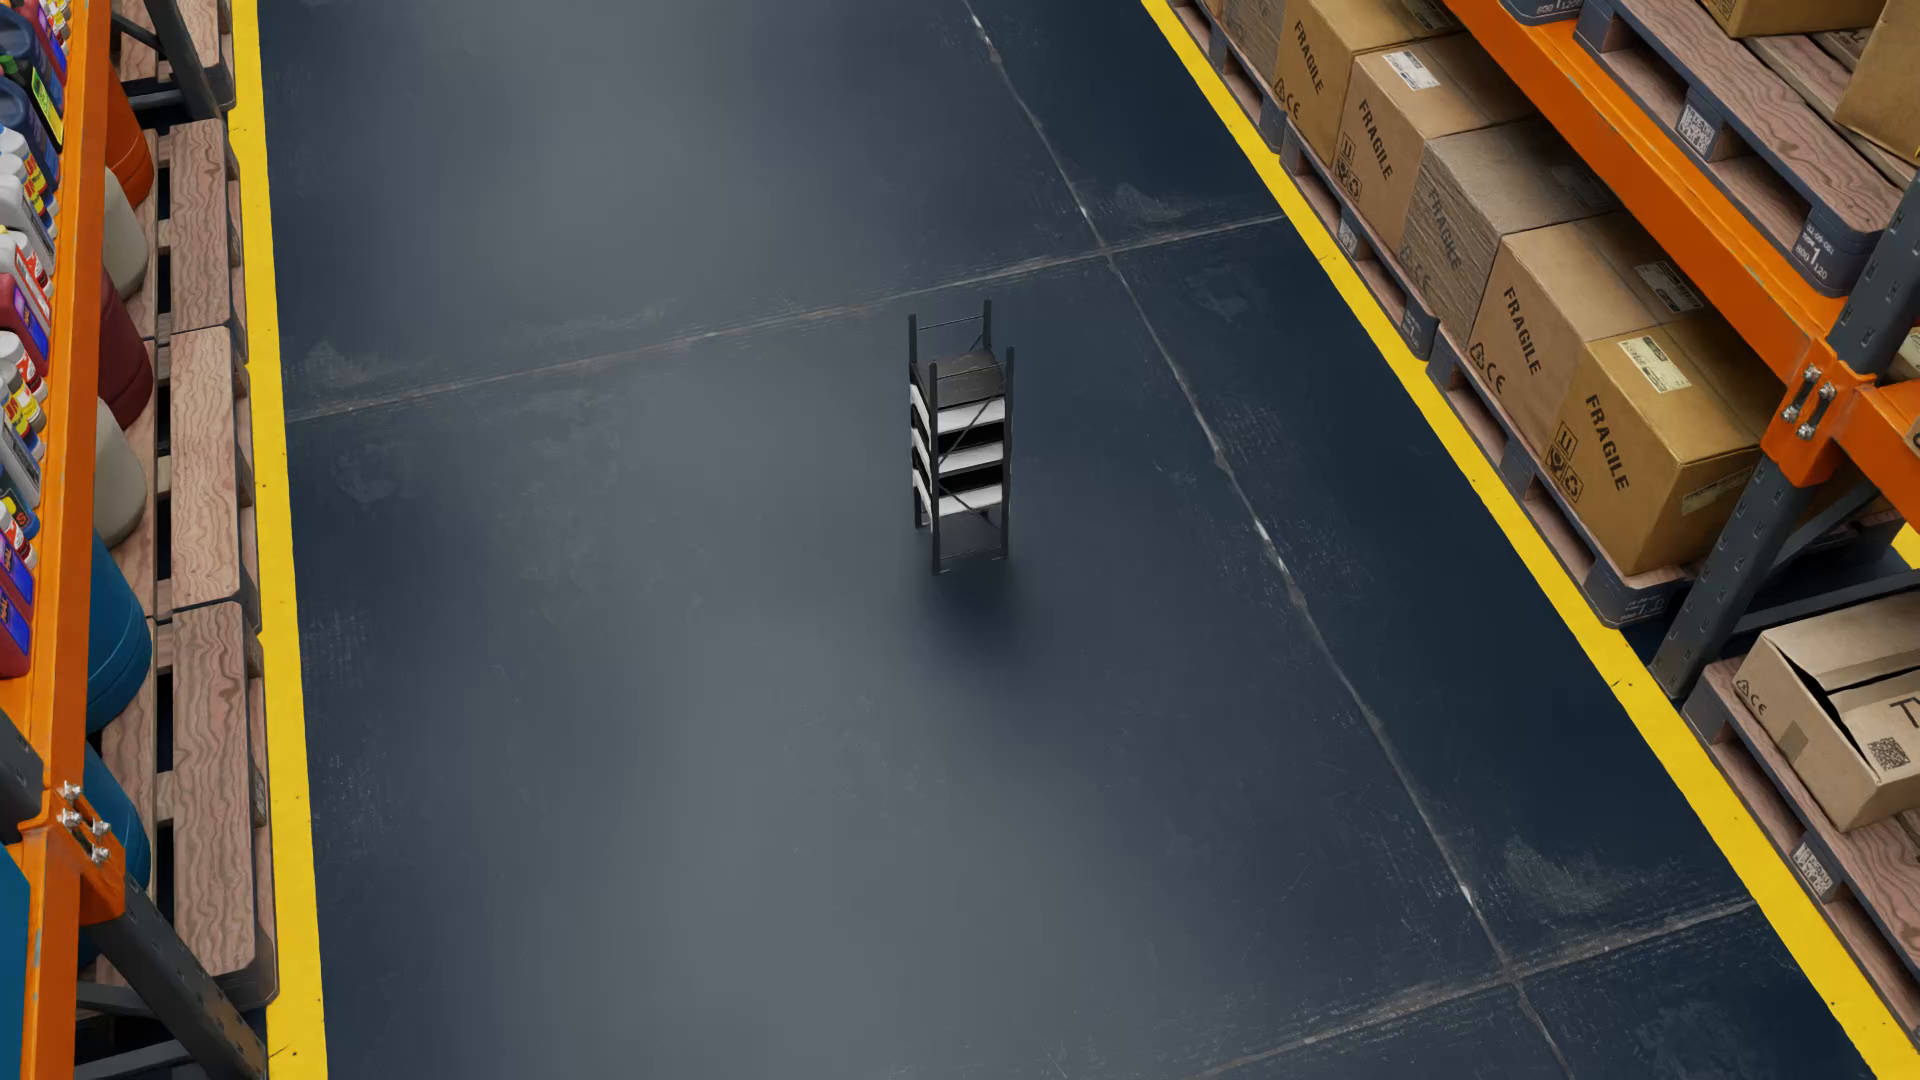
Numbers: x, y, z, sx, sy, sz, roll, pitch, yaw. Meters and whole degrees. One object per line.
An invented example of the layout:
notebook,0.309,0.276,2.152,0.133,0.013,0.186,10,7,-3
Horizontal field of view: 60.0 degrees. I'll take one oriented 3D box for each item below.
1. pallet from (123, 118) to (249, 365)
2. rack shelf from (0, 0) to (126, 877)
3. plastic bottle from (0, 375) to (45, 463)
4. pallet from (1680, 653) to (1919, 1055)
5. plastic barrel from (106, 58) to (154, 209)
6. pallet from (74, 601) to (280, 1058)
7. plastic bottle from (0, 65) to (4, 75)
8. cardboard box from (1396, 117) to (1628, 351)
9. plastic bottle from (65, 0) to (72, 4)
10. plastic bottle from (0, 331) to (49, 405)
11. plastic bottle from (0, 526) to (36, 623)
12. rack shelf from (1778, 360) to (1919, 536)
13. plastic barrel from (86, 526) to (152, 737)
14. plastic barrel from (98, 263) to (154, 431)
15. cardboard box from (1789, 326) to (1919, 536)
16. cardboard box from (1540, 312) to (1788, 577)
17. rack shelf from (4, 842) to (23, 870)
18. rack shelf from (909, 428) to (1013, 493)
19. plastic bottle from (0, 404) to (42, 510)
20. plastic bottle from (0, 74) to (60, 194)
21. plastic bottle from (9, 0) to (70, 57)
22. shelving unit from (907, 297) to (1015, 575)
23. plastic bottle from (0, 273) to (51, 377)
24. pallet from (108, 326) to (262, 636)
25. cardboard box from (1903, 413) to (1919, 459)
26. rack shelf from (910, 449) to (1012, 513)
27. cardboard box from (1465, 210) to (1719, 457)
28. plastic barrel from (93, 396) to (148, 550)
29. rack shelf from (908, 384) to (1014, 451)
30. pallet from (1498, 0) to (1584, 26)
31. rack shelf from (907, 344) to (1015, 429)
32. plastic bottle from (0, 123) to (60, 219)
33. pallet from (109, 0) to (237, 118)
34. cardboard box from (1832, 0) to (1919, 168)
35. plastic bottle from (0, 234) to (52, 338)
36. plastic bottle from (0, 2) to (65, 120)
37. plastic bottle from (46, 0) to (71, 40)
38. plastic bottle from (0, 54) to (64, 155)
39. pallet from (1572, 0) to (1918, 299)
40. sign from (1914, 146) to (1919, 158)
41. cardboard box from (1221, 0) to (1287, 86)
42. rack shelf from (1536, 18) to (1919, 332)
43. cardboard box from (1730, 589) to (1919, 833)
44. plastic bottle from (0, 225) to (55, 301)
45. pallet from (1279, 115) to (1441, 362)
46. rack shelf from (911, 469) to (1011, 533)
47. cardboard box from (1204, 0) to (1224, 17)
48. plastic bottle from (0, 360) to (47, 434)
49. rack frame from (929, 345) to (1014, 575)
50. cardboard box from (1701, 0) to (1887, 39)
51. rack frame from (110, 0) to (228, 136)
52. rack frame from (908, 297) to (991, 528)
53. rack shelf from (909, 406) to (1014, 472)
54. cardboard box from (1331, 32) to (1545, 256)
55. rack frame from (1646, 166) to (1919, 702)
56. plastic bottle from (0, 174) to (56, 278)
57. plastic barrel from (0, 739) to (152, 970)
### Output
pallet,-3.113,-0.993,5.949,1.003,0.211,1.213,-13,51,-11
rack shelf,-2.794,-0.765,4.404,1.077,0.370,4.000,-13,51,-11
plastic bottle,-2.092,-0.277,3.606,0.097,0.271,0.097,0,50,0
pallet,2.732,0.747,4.482,1.003,0.211,1.213,-13,51,-11
plastic barrel,-3.225,-1.540,5.731,0.600,0.830,0.708,-13,51,-11
pallet,-2.391,0.790,4.446,1.003,0.211,1.213,-13,51,-11
plastic bottle,-2.484,-1.140,4.326,0.061,0.283,0.133,-13,51,-11
cardboard box,1.824,-1.015,5.491,0.500,0.500,0.500,-13,51,-11
plastic bottle,-2.658,-1.676,4.785,0.097,0.271,0.097,0,50,0
plastic bottle,-2.150,-0.397,3.753,0.097,0.201,0.097,0,50,0
plastic bottle,-1.943,0.040,3.331,0.061,0.283,0.133,-13,51,-11
rack shelf,3.122,1.039,2.883,1.077,0.370,4.000,-13,51,-11
plastic barrel,-2.557,0.086,4.313,0.600,0.901,0.708,-13,51,-11
plastic barrel,-2.891,-0.638,5.128,0.600,0.588,0.708,-13,51,-11
cardboard box,2.620,-0.398,4.971,0.500,0.500,0.500,-15,52,-13
cardboard box,2.111,-0.285,4.876,0.500,0.500,0.500,-14,51,-11
rack shelf,-1.611,2.093,1.866,0.919,0.124,3.809,-13,51,-11
rack shelf,0.002,-0.263,4.926,0.258,0.077,0.200,-13,51,-11
plastic bottle,-2.084,-0.188,3.528,0.152,0.276,0.135,-13,51,-11
plastic bottle,-2.419,-1.050,4.206,0.144,0.351,0.185,-13,51,-11
plastic bottle,-2.572,-1.440,4.632,0.097,0.201,0.097,0,50,0
shelving unit,0.002,-0.284,4.901,0.258,0.900,0.210,-13,51,-11
plastic bottle,-2.166,-0.512,3.796,0.061,0.283,0.133,-13,51,-11
pallet,-2.755,-0.103,5.199,1.003,0.211,1.213,-13,51,-11
cardboard box,2.421,-0.252,3.435,0.500,0.500,0.500,-12,51,-10
rack shelf,0.002,-0.205,4.995,0.258,0.077,0.200,-13,51,-11
cardboard box,1.972,-0.648,5.182,0.500,0.500,0.500,-13,51,-11
plastic barrel,-2.638,-0.221,4.827,0.421,0.512,0.421,0,50,0
rack shelf,0.002,-0.379,4.789,0.258,0.077,0.200,-13,51,-11
pallet,1.927,-2.094,5.179,1.003,0.211,1.213,-13,51,-11
rack shelf,0.002,-0.437,4.720,0.258,0.077,0.200,-13,51,-11
plastic bottle,-2.355,-0.927,4.153,0.097,0.271,0.097,0,50,0
pallet,-3.578,-2.134,6.911,1.003,0.211,1.213,-13,51,-11
cardboard box,2.604,-1.218,3.975,0.700,0.500,0.500,-30,56,-23
plastic bottle,-2.249,-0.597,3.872,0.152,0.276,0.135,-13,51,-11
plastic bottle,-2.513,-1.282,4.402,0.144,0.351,0.185,-13,51,-11
plastic bottle,-2.601,-1.511,4.692,0.097,0.201,0.097,0,50,0
plastic bottle,-2.426,-1.154,4.337,0.061,0.283,0.133,-13,51,-11
pallet,2.398,-1.200,4.425,1.003,0.211,1.213,-13,51,-11
sign,2.001,-0.899,3.288,0.100,0.325,0.005,-13,51,-11
cardboard box,1.369,-2.133,6.433,0.500,0.500,0.500,-15,51,-12
rack shelf,1.939,-1.945,5.271,0.919,0.124,3.809,-13,51,-11
cardboard box,2.448,0.427,4.399,0.500,0.311,0.500,-13,51,-11
plastic bottle,-2.258,-0.664,3.977,0.097,0.201,0.097,0,50,0
pallet,1.889,-1.233,6.151,1.003,0.211,1.213,-13,51,-11
rack shelf,0.002,-0.147,5.064,0.258,0.077,0.200,-13,51,-11
cardboard box,1.209,-2.514,6.755,0.500,0.500,0.500,-11,51,-9
plastic bottle,-2.121,-0.326,3.693,0.097,0.201,0.097,0,50,0
rack frame,0.032,-0.210,4.838,0.240,0.900,0.006,-13,51,-11
cardboard box,2.340,-1.706,4.386,0.700,0.500,0.500,-6,50,-5
rack frame,-3.386,-2.458,5.360,1.000,3.000,0.127,-13,51,-11
rack frame,-0.028,-0.358,4.964,0.240,0.900,0.006,-13,51,-11
rack shelf,0.002,-0.321,4.858,0.258,0.077,0.200,-13,51,-11
cardboard box,1.672,-1.385,5.803,0.500,0.500,0.500,-15,51,-12
rack frame,2.530,-0.654,3.839,1.000,3.000,0.127,-13,51,-11
plastic bottle,-2.318,-0.766,4.015,0.152,0.276,0.135,-13,51,-11
plastic barrel,-2.347,0.603,3.877,0.600,0.901,0.708,-13,51,-11
